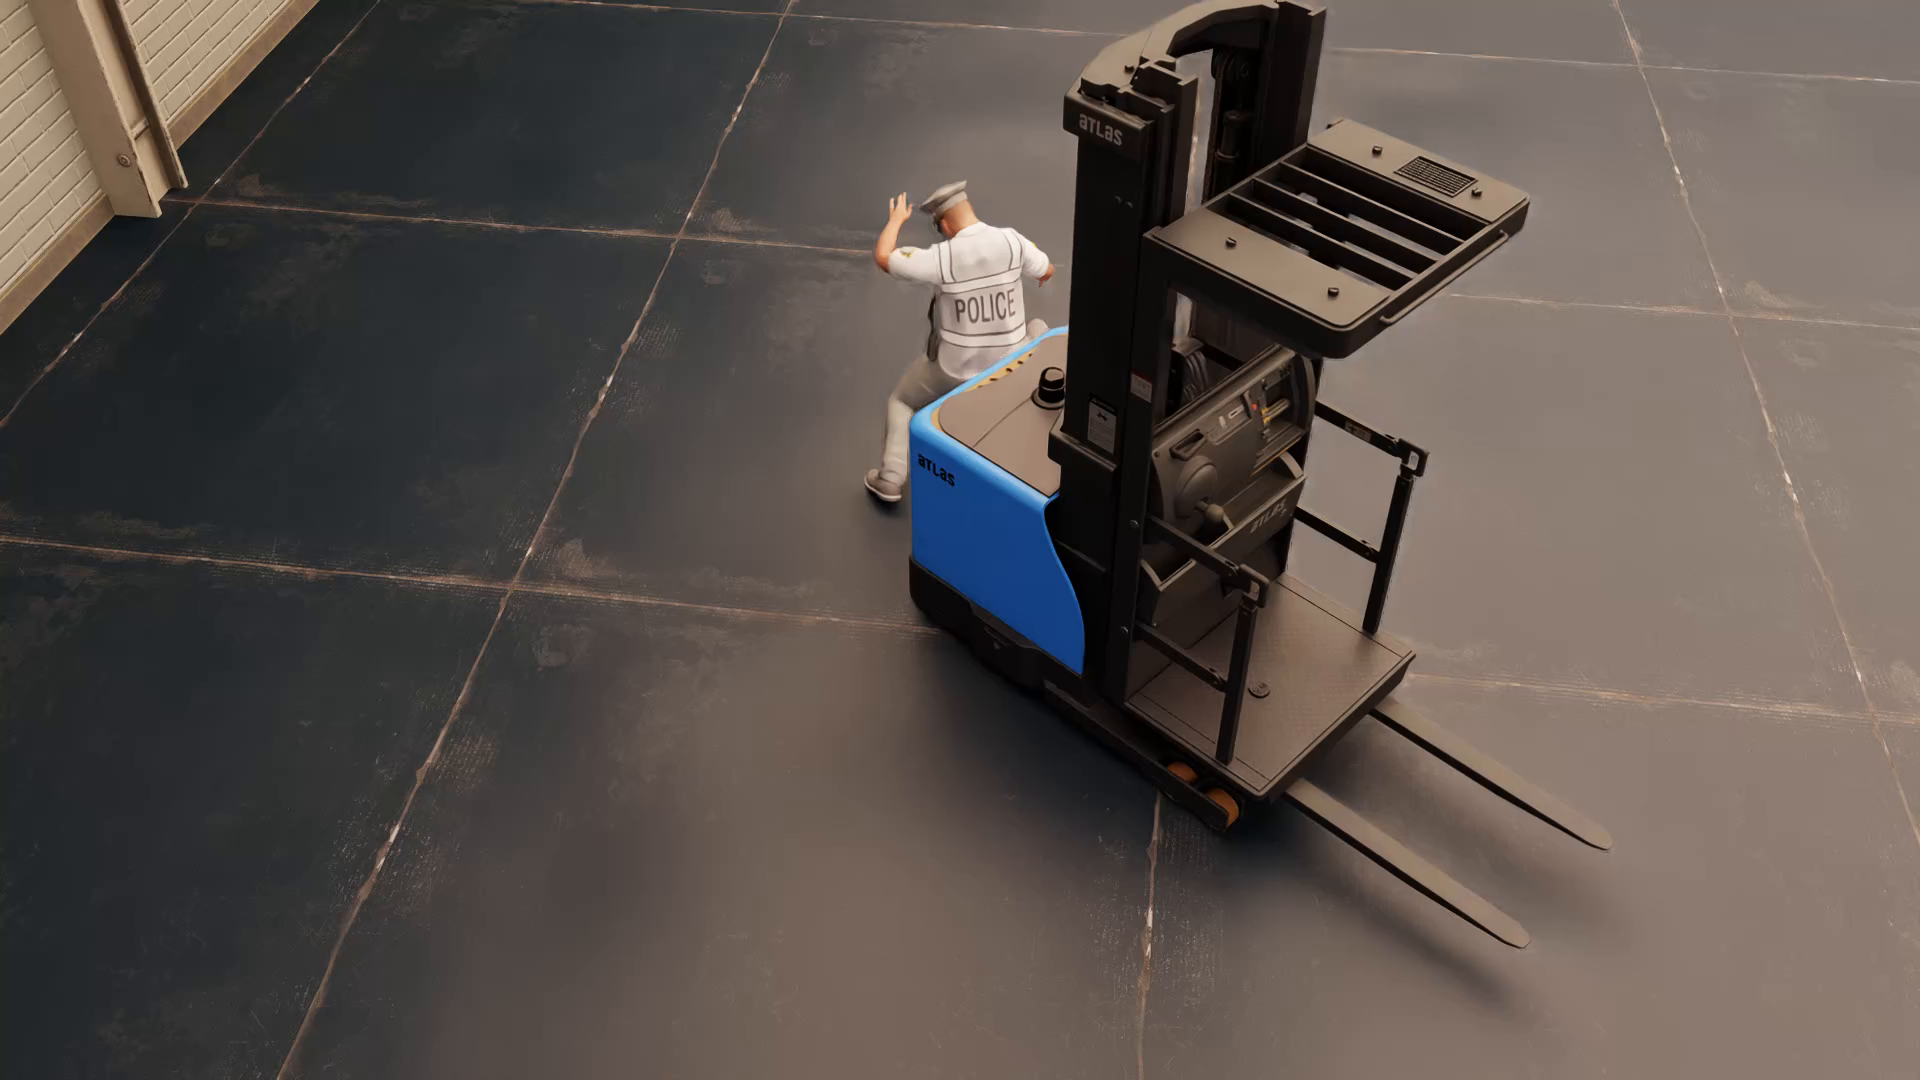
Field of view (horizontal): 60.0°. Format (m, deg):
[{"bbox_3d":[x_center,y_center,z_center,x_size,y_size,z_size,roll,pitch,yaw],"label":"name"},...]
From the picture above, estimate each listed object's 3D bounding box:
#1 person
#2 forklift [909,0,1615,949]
[{"bbox_3d":[0.015,-1.093,8.051,1.134,1.465,1.104,-8,43,-9],"label":"person"},{"bbox_3d":[1.176,-0.327,6.080,3.031,2.935,1.130,34,52,31],"label":"forklift"}]
